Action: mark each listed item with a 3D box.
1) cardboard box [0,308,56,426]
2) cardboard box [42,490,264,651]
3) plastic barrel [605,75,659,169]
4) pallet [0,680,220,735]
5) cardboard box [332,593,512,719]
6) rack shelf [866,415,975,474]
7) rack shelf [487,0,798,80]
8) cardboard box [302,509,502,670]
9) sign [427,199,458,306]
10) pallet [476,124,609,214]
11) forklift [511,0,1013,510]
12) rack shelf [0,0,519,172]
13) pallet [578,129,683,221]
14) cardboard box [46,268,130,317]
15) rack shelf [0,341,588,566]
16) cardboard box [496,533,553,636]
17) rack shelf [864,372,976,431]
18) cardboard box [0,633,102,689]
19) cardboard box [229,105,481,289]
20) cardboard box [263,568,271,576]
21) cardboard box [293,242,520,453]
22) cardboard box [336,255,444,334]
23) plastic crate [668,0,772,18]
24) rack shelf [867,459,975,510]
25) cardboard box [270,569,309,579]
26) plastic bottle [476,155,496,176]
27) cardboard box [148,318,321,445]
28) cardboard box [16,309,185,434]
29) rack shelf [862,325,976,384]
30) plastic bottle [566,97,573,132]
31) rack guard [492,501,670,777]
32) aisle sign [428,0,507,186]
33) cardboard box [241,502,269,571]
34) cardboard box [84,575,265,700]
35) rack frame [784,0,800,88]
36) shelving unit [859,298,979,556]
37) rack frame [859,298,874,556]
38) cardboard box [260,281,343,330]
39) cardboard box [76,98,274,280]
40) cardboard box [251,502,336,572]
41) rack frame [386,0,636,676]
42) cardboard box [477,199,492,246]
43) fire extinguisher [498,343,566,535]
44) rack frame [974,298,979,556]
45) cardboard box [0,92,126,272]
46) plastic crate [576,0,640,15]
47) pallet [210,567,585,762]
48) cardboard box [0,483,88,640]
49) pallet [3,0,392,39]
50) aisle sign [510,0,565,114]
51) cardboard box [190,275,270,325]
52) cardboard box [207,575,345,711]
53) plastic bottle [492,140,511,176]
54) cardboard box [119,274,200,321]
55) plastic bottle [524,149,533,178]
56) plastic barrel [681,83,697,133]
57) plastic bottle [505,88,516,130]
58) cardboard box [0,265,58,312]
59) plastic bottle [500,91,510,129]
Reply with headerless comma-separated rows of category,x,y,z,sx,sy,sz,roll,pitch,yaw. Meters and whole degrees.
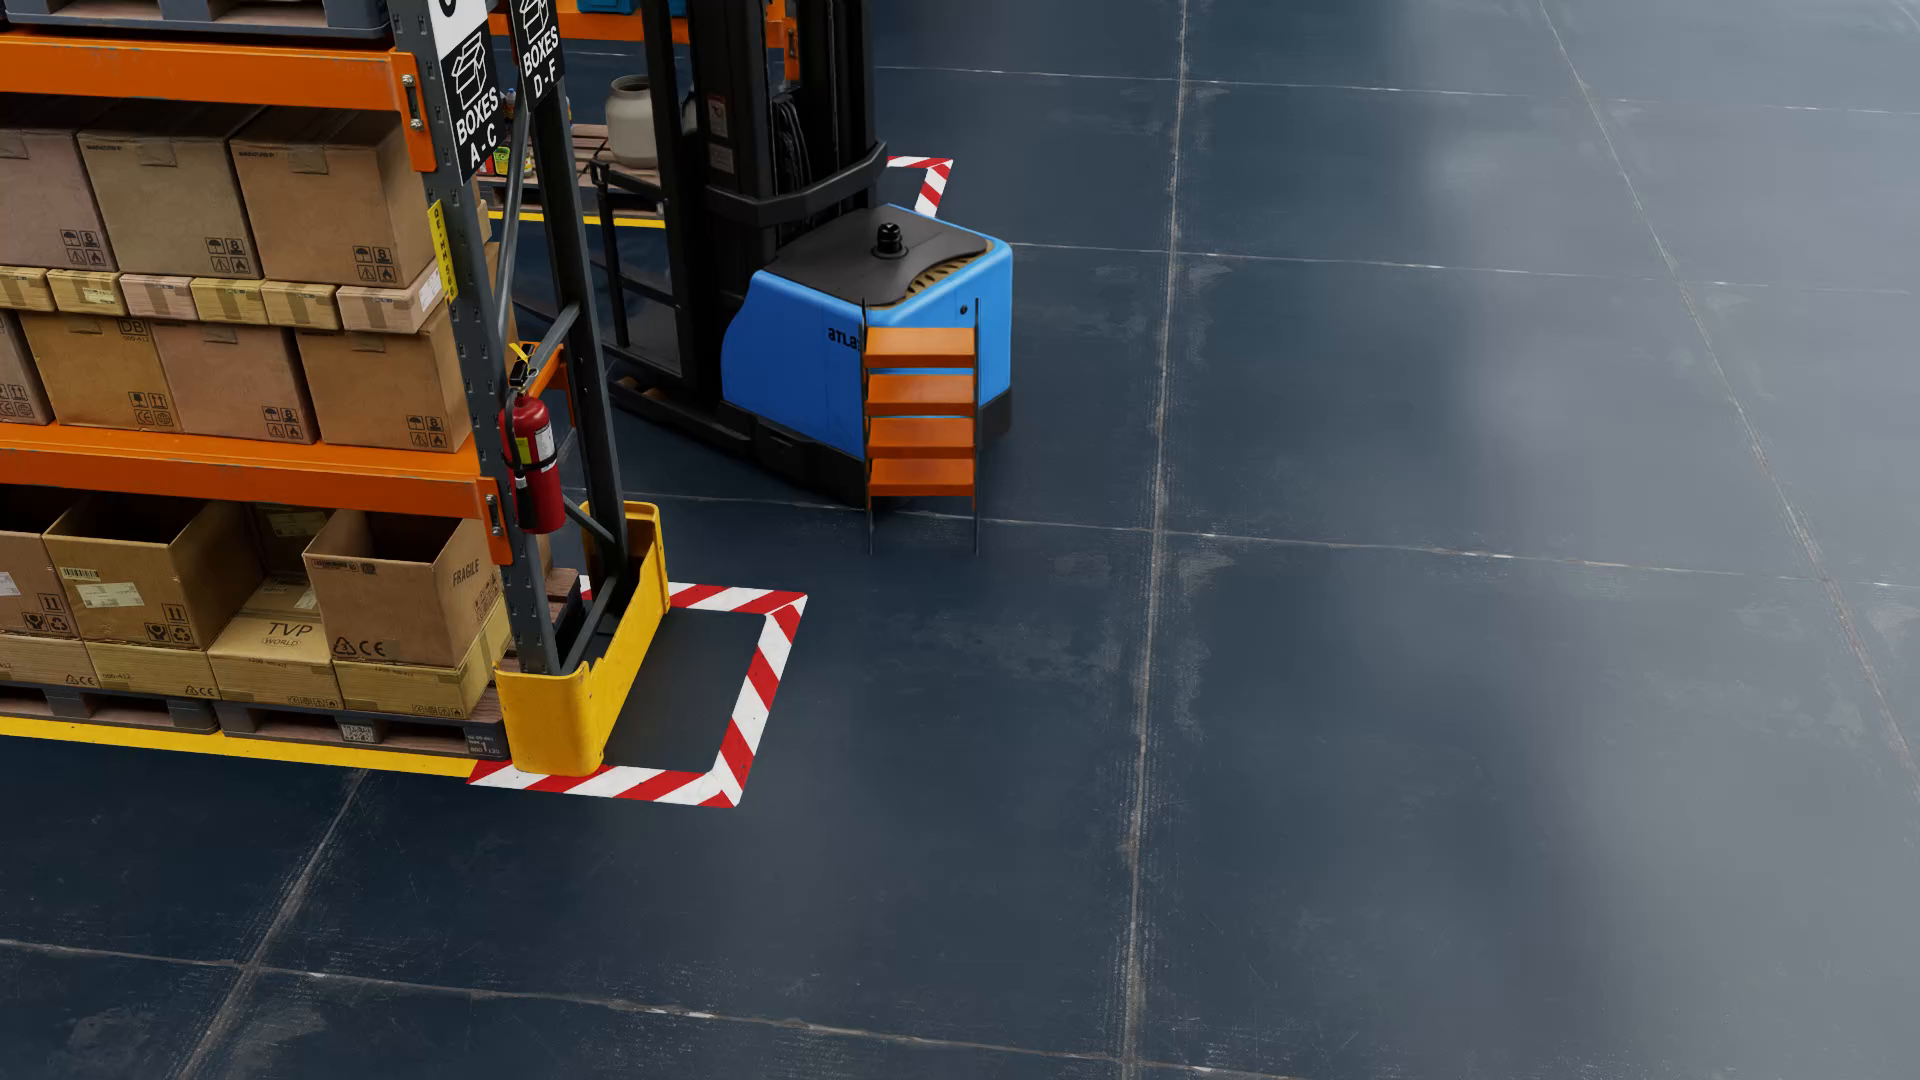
cardboard box,-3.539,-0.842,6.261,0.500,0.500,0.700,5,36,7
cardboard box,-3.105,0.063,6.439,0.500,0.500,0.500,4,36,6
plastic barrel,-2.067,-2.700,10.731,0.421,0.512,0.421,0,36,0
pallet,-3.512,0.365,7.057,1.213,0.211,1.003,4,36,6
cardboard box,-2.111,0.433,6.567,0.500,0.250,0.500,4,36,6
rack shelf,-0.171,-0.428,7.432,0.480,0.148,0.258,0,36,0
rack shelf,-2.891,-3.355,10.488,4.000,0.370,1.077,4,36,6
cardboard box,-2.111,0.129,6.347,0.500,0.500,0.500,4,36,6
sign,-1.624,-0.902,5.231,0.005,0.325,0.100,4,36,6
pallet,-3.000,-2.498,11.069,1.213,0.211,1.003,4,36,6
forklift,-1.212,-2.027,8.068,3.031,2.935,1.130,24,42,30
rack shelf,-3.525,-1.722,5.618,4.000,0.370,1.077,4,36,6
pallet,-1.793,-2.406,10.940,1.213,0.211,1.003,4,36,6
cardboard box,-2.968,-0.946,5.848,0.250,0.149,0.380,5,36,7
rack shelf,-3.525,-0.501,6.489,4.000,0.370,1.077,4,36,6
cardboard box,-2.045,0.134,6.985,0.500,0.250,0.500,4,36,6
rack shelf,-0.171,-0.609,7.301,0.480,0.148,0.258,0,36,0
cardboard box,-3.600,0.329,6.713,0.500,0.250,0.500,4,36,6
cardboard box,-2.055,-1.261,5.731,0.500,0.500,0.700,4,36,6
cardboard box,-3.037,0.062,7.086,0.500,0.250,0.500,4,36,6
cardboard box,-2.003,-0.729,6.103,0.500,0.500,0.700,4,36,6
cardboard box,-1.945,-0.869,5.741,0.250,0.149,0.380,4,36,5
plastic crate,-1.441,-3.304,9.925,0.616,0.251,0.499,4,36,6
rack shelf,-0.171,-0.267,7.548,0.480,0.148,0.258,0,36,0
cardboard box,-2.541,0.100,7.034,0.500,0.250,0.500,4,36,6
plastic bottle,-3.031,-2.488,10.620,0.135,0.276,0.152,5,36,6
cardboard box,-2.524,-0.765,6.153,0.500,0.500,0.700,5,36,7
cardboard box,-3.016,-0.805,6.209,0.500,0.500,0.700,4,36,6
rack shelf,-0.171,-0.801,7.163,0.480,0.148,0.258,0,36,0
plastic bottle,-2.665,-2.882,11.176,0.097,0.271,0.097,0,36,0
rack guard,-1.518,0.373,6.797,0.348,0.500,1.175,4,36,6
aisle sign,-1.514,-1.530,5.074,0.004,0.787,0.394,4,36,6
cardboard box,-3.039,-0.236,6.859,0.500,0.500,0.500,4,36,6
cardboard box,-3.105,0.367,6.659,0.500,0.250,0.500,4,36,6
rack frame,-0.907,-3.500,10.072,0.127,3.000,1.000,4,36,6
shelving unit,-0.171,-0.483,7.392,0.503,1.200,0.258,0,36,0
rack frame,-0.415,-0.484,7.394,0.015,1.200,0.240,0,36,0
cardboard box,-2.205,-0.888,5.767,0.250,0.149,0.380,5,36,7
cardboard box,-2.578,-1.296,5.781,0.500,0.500,0.700,3,36,5
cardboard box,-2.541,-0.207,6.817,0.500,0.500,0.500,4,36,6
rack frame,-1.541,-0.646,6.073,0.127,3.000,1.000,4,36,6
cardboard box,-1.903,-1.104,6.070,0.250,0.149,0.380,4,36,6
fire extinguisher,-1.483,-0.338,5.708,0.183,0.674,0.296,4,36,6
rack frame,0.073,-0.481,7.391,0.015,1.200,0.240,0,36,0
cardboard box,-3.078,-1.333,5.833,0.500,0.500,0.700,4,36,6
plastic crate,-2.085,-3.355,9.997,0.408,0.251,0.499,4,36,6
pallet,-2.305,0.457,6.929,1.213,0.211,1.003,4,36,6
cardboard box,-3.601,0.026,6.492,0.500,0.500,0.500,4,36,6
pallet,-2.239,-1.898,5.322,1.213,0.211,1.003,4,36,6
aisle sign,-1.437,-1.876,5.558,0.004,0.787,0.394,4,36,6
cardboard box,-2.458,-0.907,5.794,0.250,0.149,0.380,4,36,5
cardboard box,-2.608,0.403,6.609,0.500,0.250,0.500,4,36,6
plastic bottle,-2.903,-2.455,10.567,0.133,0.283,0.061,5,36,7
cardboard box,-2.707,-0.927,5.822,0.250,0.149,0.380,5,36,7
plastic bottle,-2.784,-2.423,10.593,0.097,0.201,0.097,0,36,0
plastic barrel,-1.569,-2.663,10.679,0.421,0.512,0.421,0,36,0
plastic bottle,-3.005,-2.907,11.211,0.097,0.271,0.097,0,36,0
cardboard box,-3.229,-0.964,5.874,0.250,0.149,0.380,5,36,7
plastic bottle,-3.105,-2.915,11.222,0.097,0.271,0.097,0,36,0
